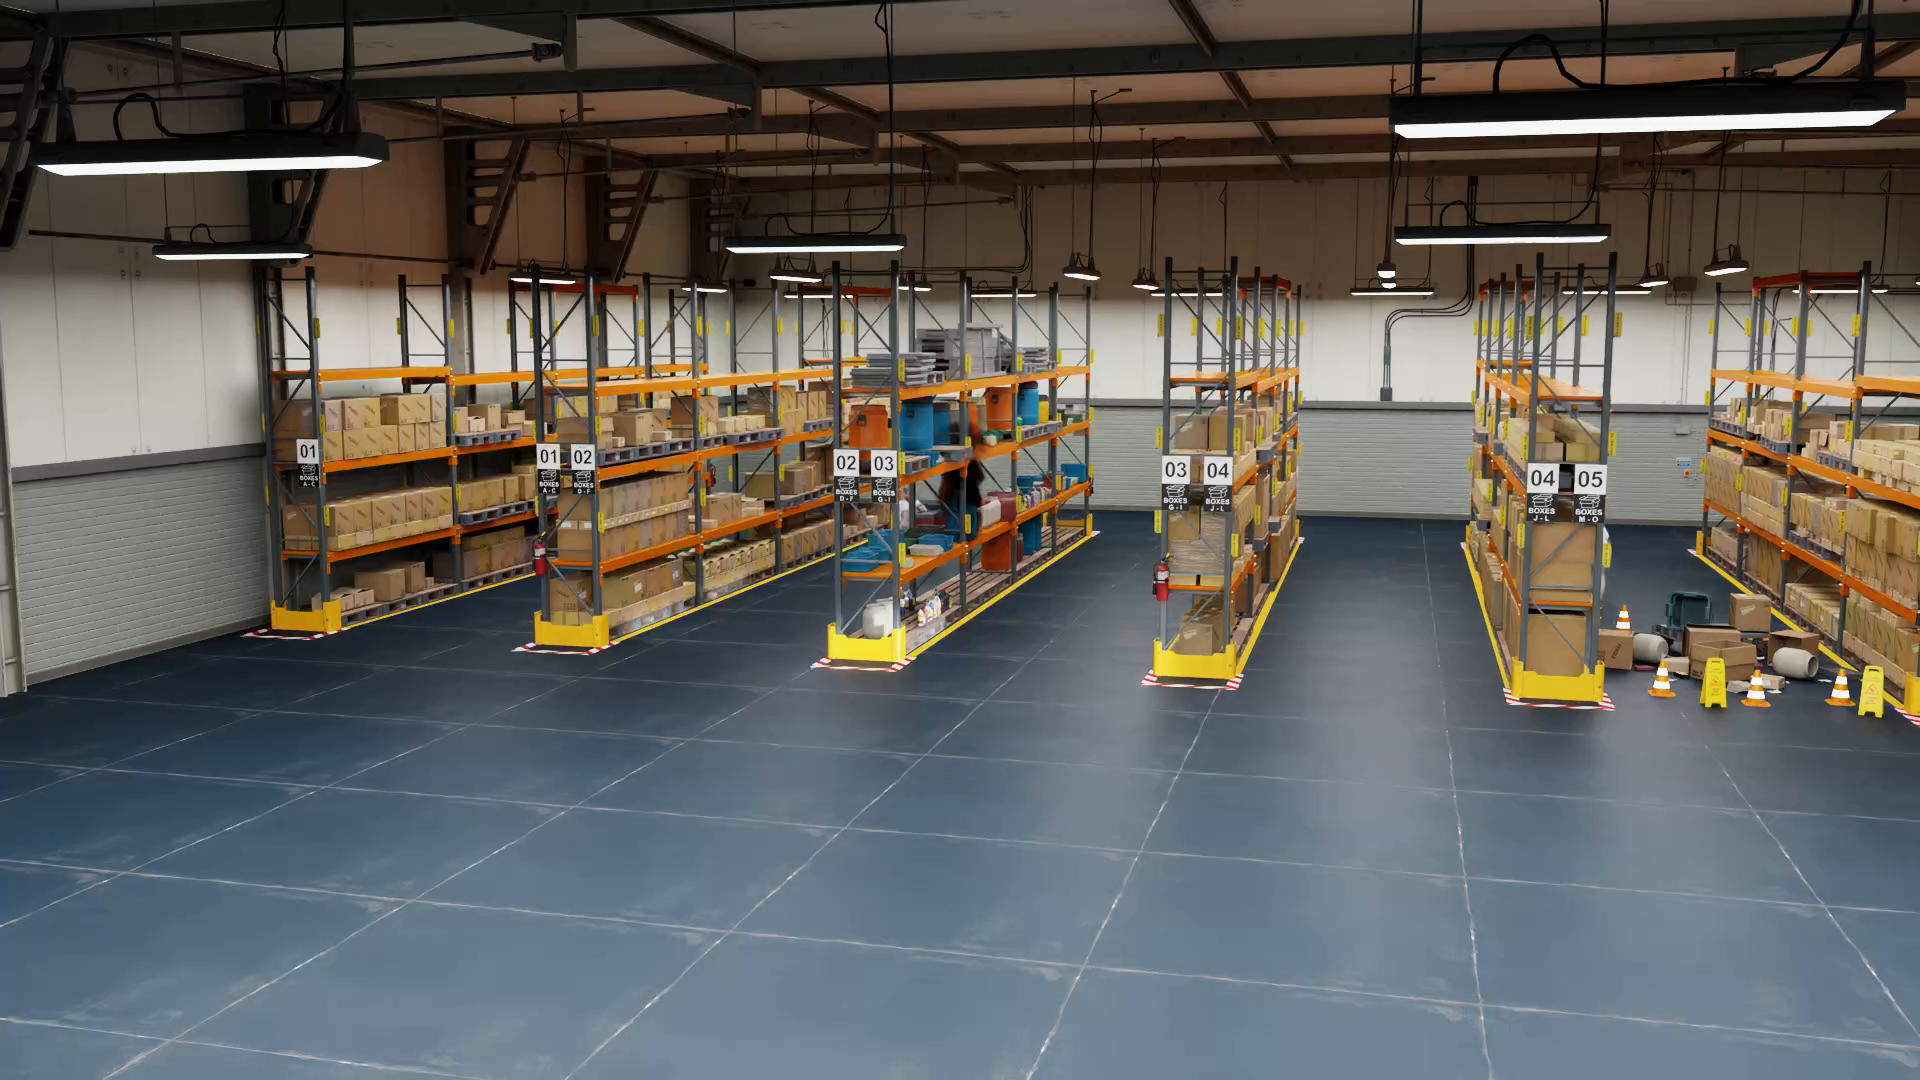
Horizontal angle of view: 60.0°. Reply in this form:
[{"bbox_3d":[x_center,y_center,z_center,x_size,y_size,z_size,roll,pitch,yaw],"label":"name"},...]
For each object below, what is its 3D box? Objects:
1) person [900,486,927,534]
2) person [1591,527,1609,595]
[{"bbox_3d":[-1.011,-0.233,33.126,0.568,1.720,0.832,3,8,22],"label":"person"},{"bbox_3d":[12.001,0.304,31.355,0.648,1.537,1.165,0,7,-1],"label":"person"}]
